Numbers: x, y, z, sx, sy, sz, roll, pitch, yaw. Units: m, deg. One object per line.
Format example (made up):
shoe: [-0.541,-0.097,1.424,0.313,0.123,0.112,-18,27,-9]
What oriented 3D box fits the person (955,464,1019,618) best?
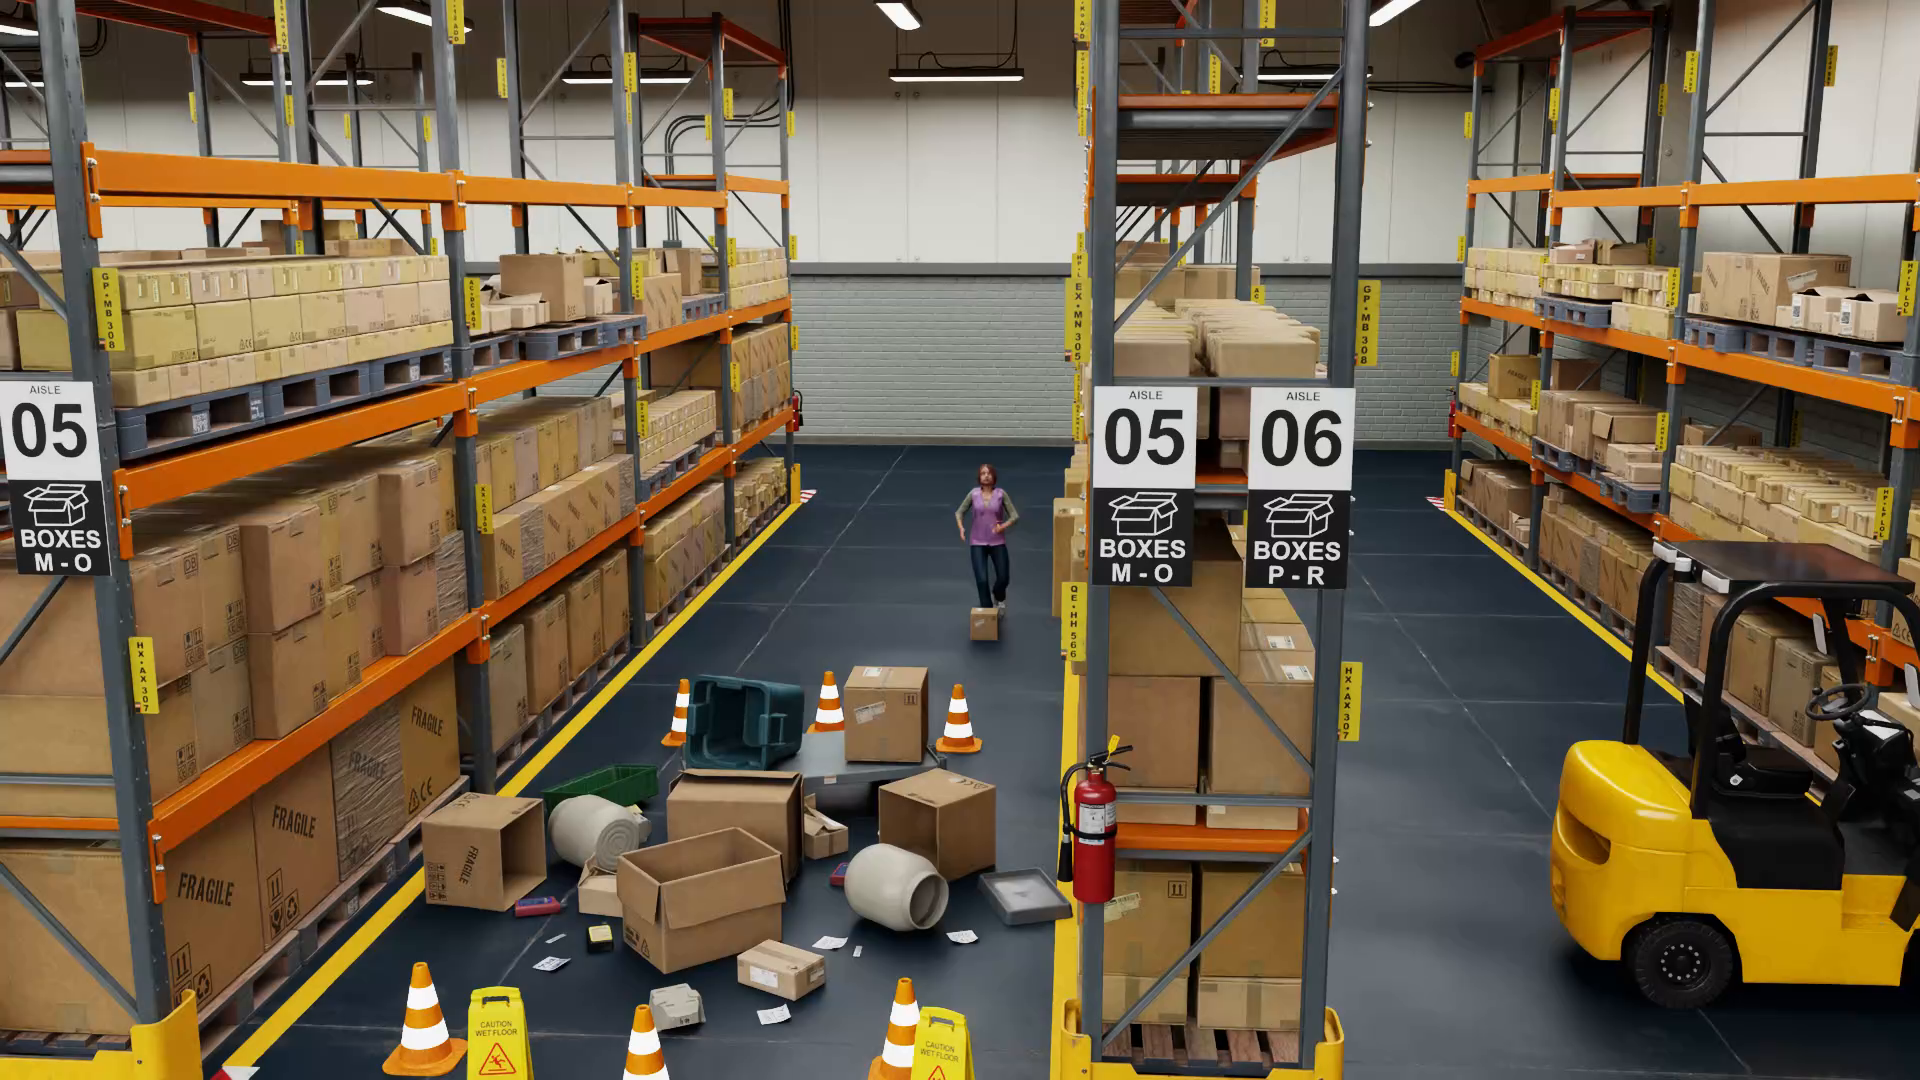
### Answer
person: [0.259,0.064,15.750,0.610,1.537,0.620,0,11,-1]
